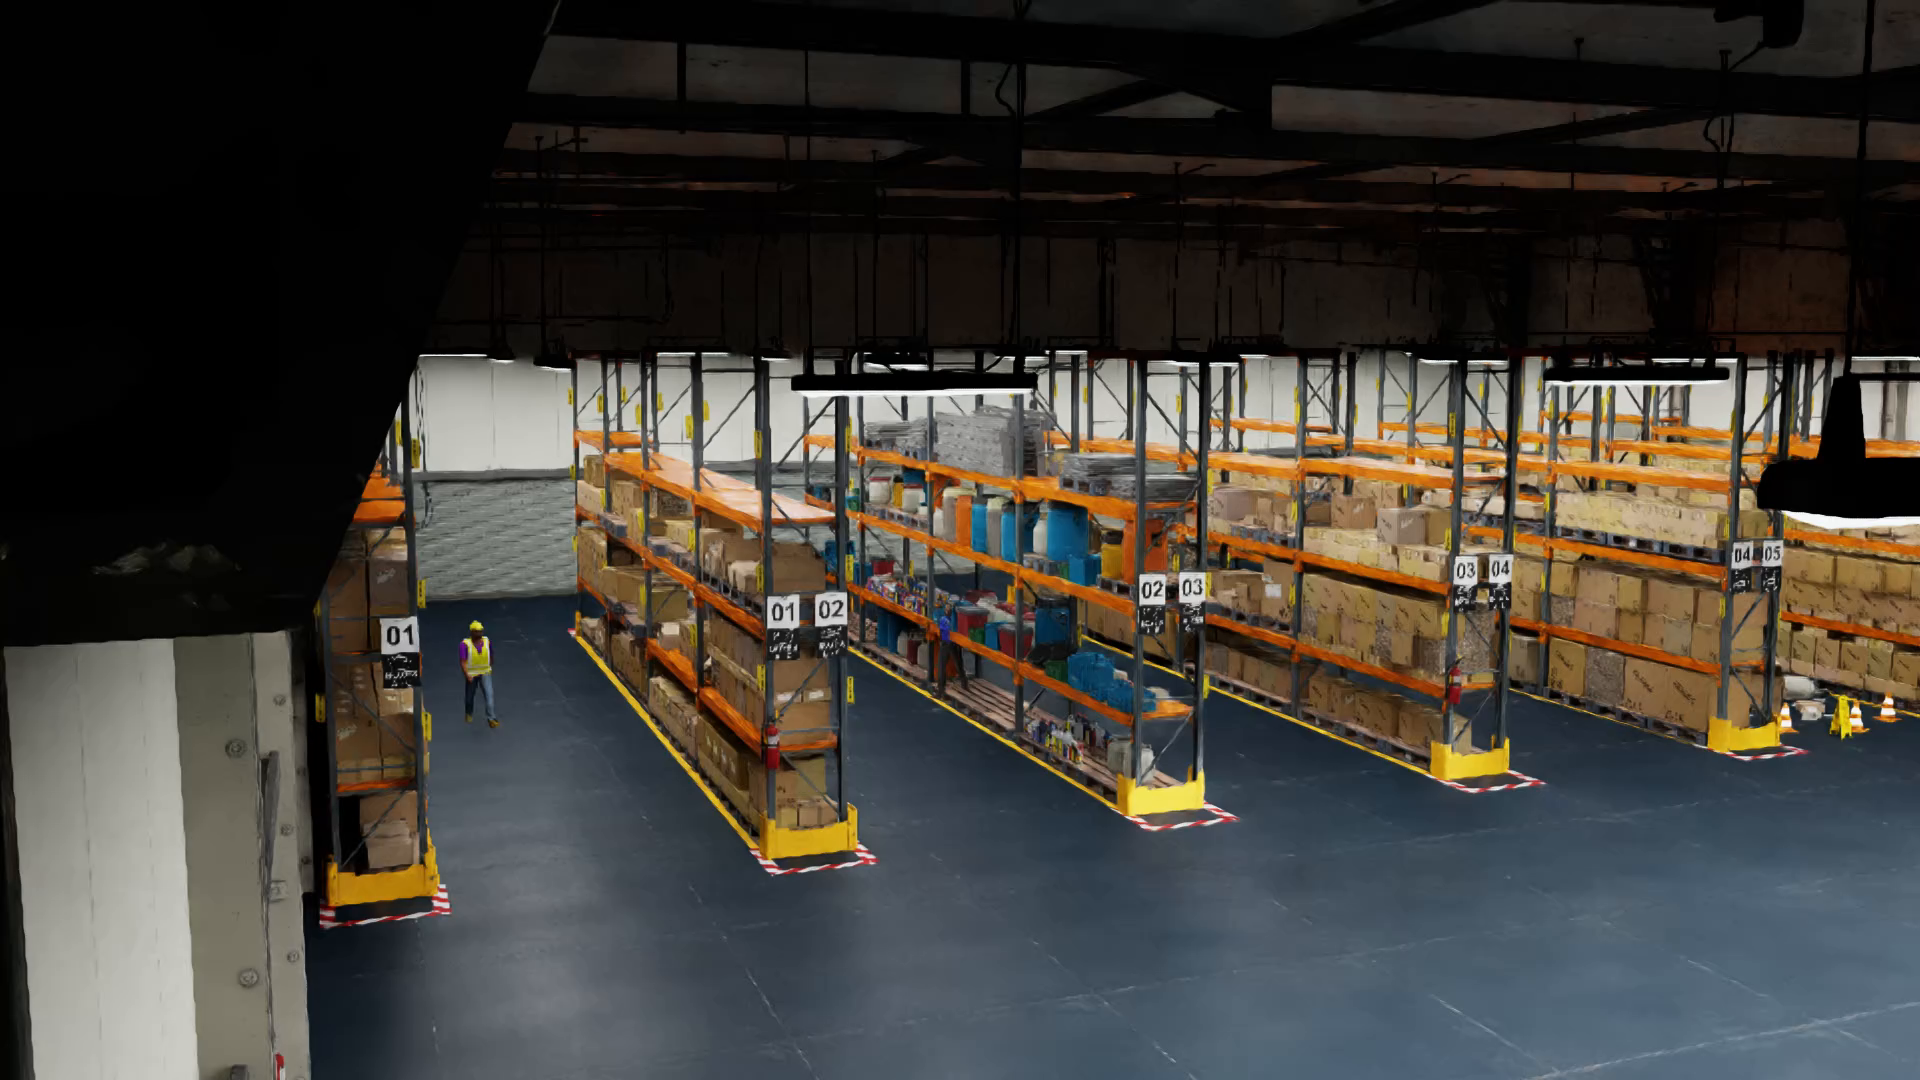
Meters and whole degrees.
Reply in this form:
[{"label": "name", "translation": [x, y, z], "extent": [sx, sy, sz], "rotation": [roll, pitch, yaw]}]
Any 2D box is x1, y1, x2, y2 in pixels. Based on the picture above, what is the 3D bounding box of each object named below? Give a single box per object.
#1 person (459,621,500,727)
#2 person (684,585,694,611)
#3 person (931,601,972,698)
[{"label": "person", "translation": [-7.787, 2.147, 26.823], "extent": [0.569, 1.709, 1.035], "rotation": [-4, 8, -29]}, {"label": "person", "translation": [-5.689, 1.186, 34.895], "extent": [0.502, 1.618, 0.980], "rotation": [-3, 8, -22]}, {"label": "person", "translation": [-0.110, 1.882, 28.505], "extent": [0.655, 1.644, 0.553], "rotation": [3, 8, 24]}]
